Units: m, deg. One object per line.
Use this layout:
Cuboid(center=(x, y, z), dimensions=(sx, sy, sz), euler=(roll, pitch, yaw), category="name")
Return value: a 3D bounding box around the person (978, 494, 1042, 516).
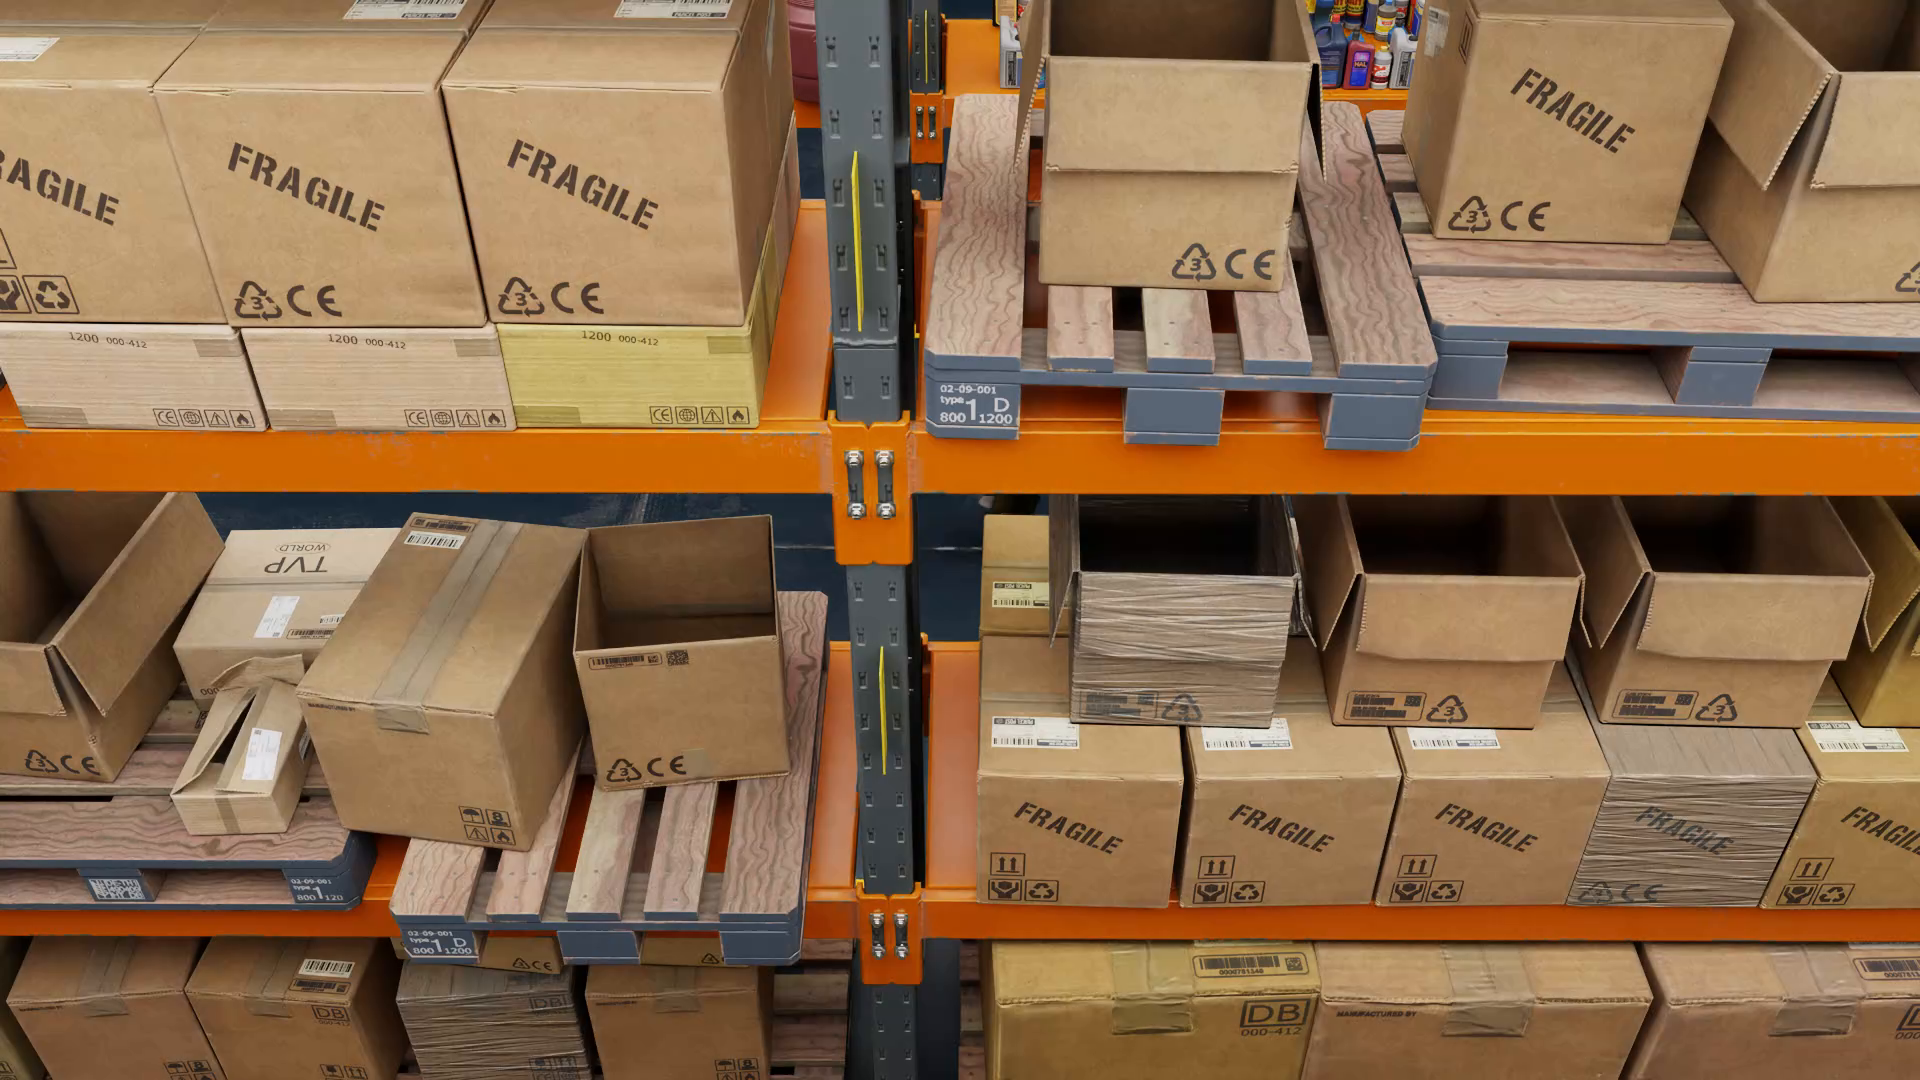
Cuboid(center=(0.349, -0.689, 6.987), dimensions=(0.512, 1.768, 0.621), euler=(-14, 41, -16), category="person")
